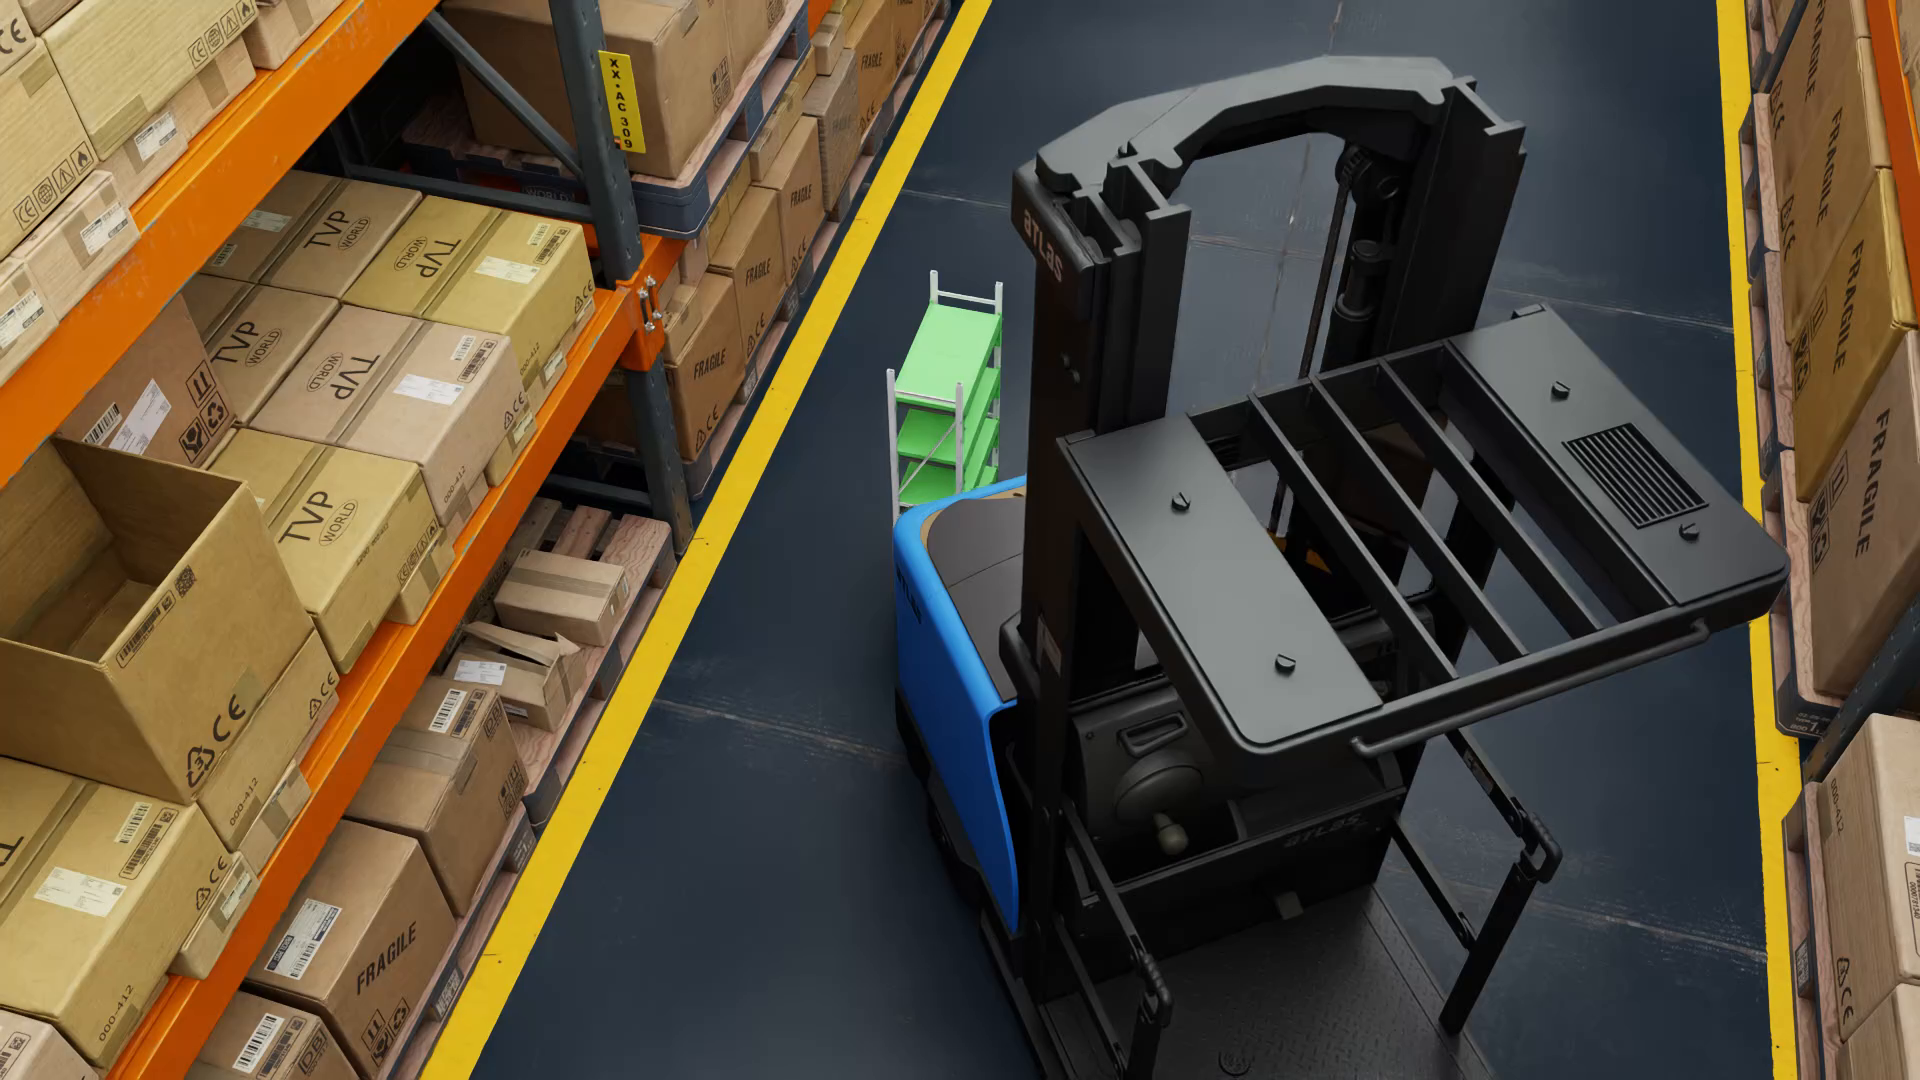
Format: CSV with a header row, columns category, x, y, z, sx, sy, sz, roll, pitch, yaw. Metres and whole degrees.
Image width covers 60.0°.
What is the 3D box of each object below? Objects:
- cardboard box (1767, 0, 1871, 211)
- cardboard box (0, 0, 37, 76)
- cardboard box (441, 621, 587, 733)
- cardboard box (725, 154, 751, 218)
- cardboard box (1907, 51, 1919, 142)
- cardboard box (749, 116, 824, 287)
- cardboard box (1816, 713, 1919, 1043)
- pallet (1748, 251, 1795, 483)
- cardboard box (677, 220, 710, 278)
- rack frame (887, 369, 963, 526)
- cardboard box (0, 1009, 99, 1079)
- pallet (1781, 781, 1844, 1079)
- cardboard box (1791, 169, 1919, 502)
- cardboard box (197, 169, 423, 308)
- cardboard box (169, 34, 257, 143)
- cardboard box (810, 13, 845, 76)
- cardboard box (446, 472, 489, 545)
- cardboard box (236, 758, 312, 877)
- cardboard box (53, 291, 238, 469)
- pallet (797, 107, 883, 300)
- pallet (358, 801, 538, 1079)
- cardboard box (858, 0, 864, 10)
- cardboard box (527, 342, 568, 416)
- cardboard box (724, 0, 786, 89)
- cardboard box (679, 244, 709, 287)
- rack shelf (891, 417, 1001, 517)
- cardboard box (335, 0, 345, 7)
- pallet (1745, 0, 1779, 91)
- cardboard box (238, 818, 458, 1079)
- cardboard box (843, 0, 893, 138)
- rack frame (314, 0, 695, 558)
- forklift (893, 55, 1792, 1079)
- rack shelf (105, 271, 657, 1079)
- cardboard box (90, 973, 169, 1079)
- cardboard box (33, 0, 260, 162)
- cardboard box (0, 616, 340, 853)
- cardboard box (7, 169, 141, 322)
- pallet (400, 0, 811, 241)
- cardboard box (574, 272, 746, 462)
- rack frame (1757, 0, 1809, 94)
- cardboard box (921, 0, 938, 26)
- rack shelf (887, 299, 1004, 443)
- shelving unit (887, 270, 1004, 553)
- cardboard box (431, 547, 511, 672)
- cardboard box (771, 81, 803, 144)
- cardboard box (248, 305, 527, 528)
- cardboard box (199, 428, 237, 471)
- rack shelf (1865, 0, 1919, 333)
category,x,y,z,sx,sy,sz,roll,pitch,yaw
cardboard box,4.082,-1.940,7.099,0.875,0.875,0.875,11,50,10
cardboard box,-1.797,-0.757,2.485,0.500,0.250,0.500,13,50,11
cardboard box,-1.456,0.414,5.427,0.396,0.266,0.258,13,50,11
cardboard box,-1.034,-1.409,6.447,0.380,0.149,0.250,11,49,9
cardboard box,3.584,-1.523,5.693,0.500,0.250,0.500,12,50,10
cardboard box,-0.888,-1.436,6.903,0.500,0.500,0.500,10,49,9
cardboard box,3.022,1.048,4.754,0.875,0.438,0.875,11,49,9
pallet,3.741,-0.630,6.665,1.003,0.211,1.213,12,50,10
cardboard box,-1.125,-1.100,5.977,0.380,0.149,0.250,9,49,8
rack frame,-0.108,-0.101,5.539,0.240,1.200,0.015,12,50,10
cardboard box,-2.039,1.134,3.150,0.500,0.250,0.500,12,50,10
pallet,3.016,1.363,4.906,1.003,0.211,1.213,12,50,10
cardboard box,3.607,-0.649,5.959,0.875,0.875,0.875,13,50,11
cardboard box,-1.889,-0.815,4.870,0.500,0.250,0.500,11,50,10
cardboard box,-1.622,-0.929,3.236,0.380,0.149,0.250,13,50,11
cardboard box,-0.707,-2.130,7.084,0.380,0.149,0.250,9,49,8
cardboard box,-1.527,-0.138,4.538,0.380,0.149,0.250,13,50,11
cardboard box,-1.763,0.605,3.883,0.380,0.149,0.250,13,50,11
cardboard box,-2.147,-0.343,3.954,0.500,0.500,0.500,10,49,9
pallet,-1.002,-1.629,7.547,1.003,0.211,1.213,12,50,10
pallet,-1.999,1.234,5.021,1.003,0.211,1.213,12,50,10
cardboard box,-0.598,-2.516,7.425,0.380,0.149,0.250,13,50,11
cardboard box,-1.386,-0.515,4.871,0.380,0.149,0.250,13,50,11
cardboard box,-1.019,-1.923,5.600,0.700,0.500,0.500,12,50,10
cardboard box,-1.149,-1.020,6.104,0.380,0.149,0.250,10,49,9
rack shelf,-0.044,-0.235,5.742,0.258,0.148,0.480,12,50,10
cardboard box,-1.455,-1.293,3.558,0.380,0.149,0.250,13,50,11
pallet,4.551,-2.630,8.430,1.003,0.211,1.213,12,50,10
cardboard box,-1.801,1.113,4.654,0.500,0.500,0.500,12,50,11
cardboard box,-0.627,-2.189,7.568,0.500,0.500,0.500,14,50,12
rack frame,-1.498,-1.071,5.195,1.000,3.000,0.127,12,50,10
forklift,0.792,0.558,3.803,1.130,2.935,3.031,-16,51,-14
rack shelf,-2.025,0.614,4.188,1.077,0.370,4.000,12,50,10
cardboard box,-1.952,0.968,3.563,0.380,0.149,0.250,12,50,11
cardboard box,-1.656,-0.968,3.004,0.500,0.250,0.500,13,50,11
cardboard box,-1.795,0.392,3.805,0.500,0.250,0.500,10,49,9
cardboard box,-1.685,-0.543,2.895,0.380,0.149,0.250,12,50,11
pallet,-1.183,-1.564,5.758,1.003,0.211,1.213,12,50,10
cardboard box,-1.154,-0.688,6.244,0.500,0.500,0.500,14,50,12
rack frame,4.344,-2.987,6.886,1.000,3.000,0.127,12,50,10
cardboard box,-0.350,-2.928,8.221,0.500,0.500,0.500,13,50,11
rack shelf,-0.044,-0.553,5.382,0.258,0.148,0.480,12,50,10
shelving unit,-0.044,-0.277,5.694,0.258,1.200,0.503,12,50,10
cardboard box,-1.900,0.111,5.665,0.500,0.311,0.500,13,50,11
cardboard box,-0.864,-1.761,6.758,0.380,0.149,0.250,13,50,11
cardboard box,-1.515,-0.338,4.449,0.500,0.250,0.500,12,50,10
cardboard box,-2.152,-0.078,4.220,0.500,0.250,0.500,13,50,11
rack shelf,3.818,-1.303,5.879,1.077,0.370,4.000,12,50,10
